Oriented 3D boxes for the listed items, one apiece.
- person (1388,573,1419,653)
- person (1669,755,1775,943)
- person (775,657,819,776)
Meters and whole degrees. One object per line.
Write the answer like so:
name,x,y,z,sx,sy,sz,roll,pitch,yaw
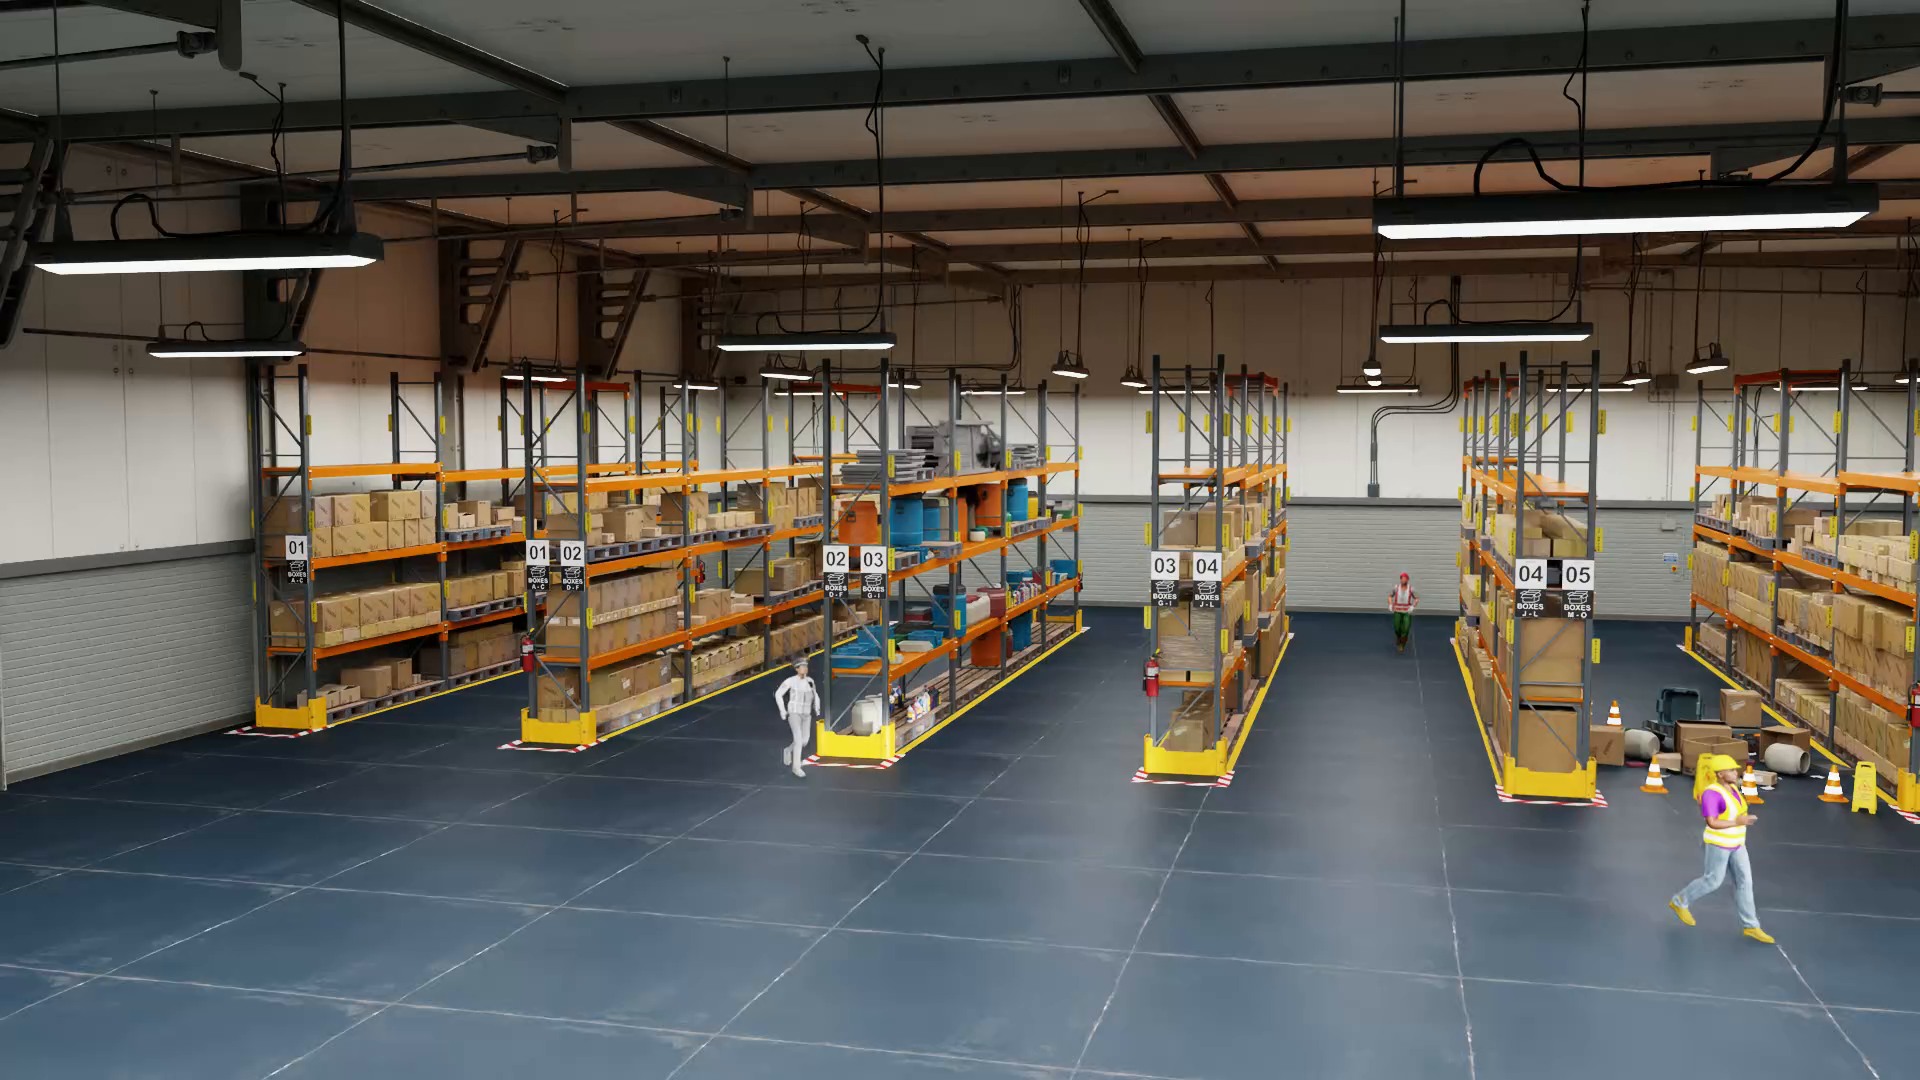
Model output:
person,9.828,1.600,36.891,0.681,1.768,0.579,1,4,17
person,7.457,2.972,16.227,0.698,1.757,0.982,-3,5,-37
person,-2.317,2.534,24.032,0.670,1.670,0.654,-3,5,-32
